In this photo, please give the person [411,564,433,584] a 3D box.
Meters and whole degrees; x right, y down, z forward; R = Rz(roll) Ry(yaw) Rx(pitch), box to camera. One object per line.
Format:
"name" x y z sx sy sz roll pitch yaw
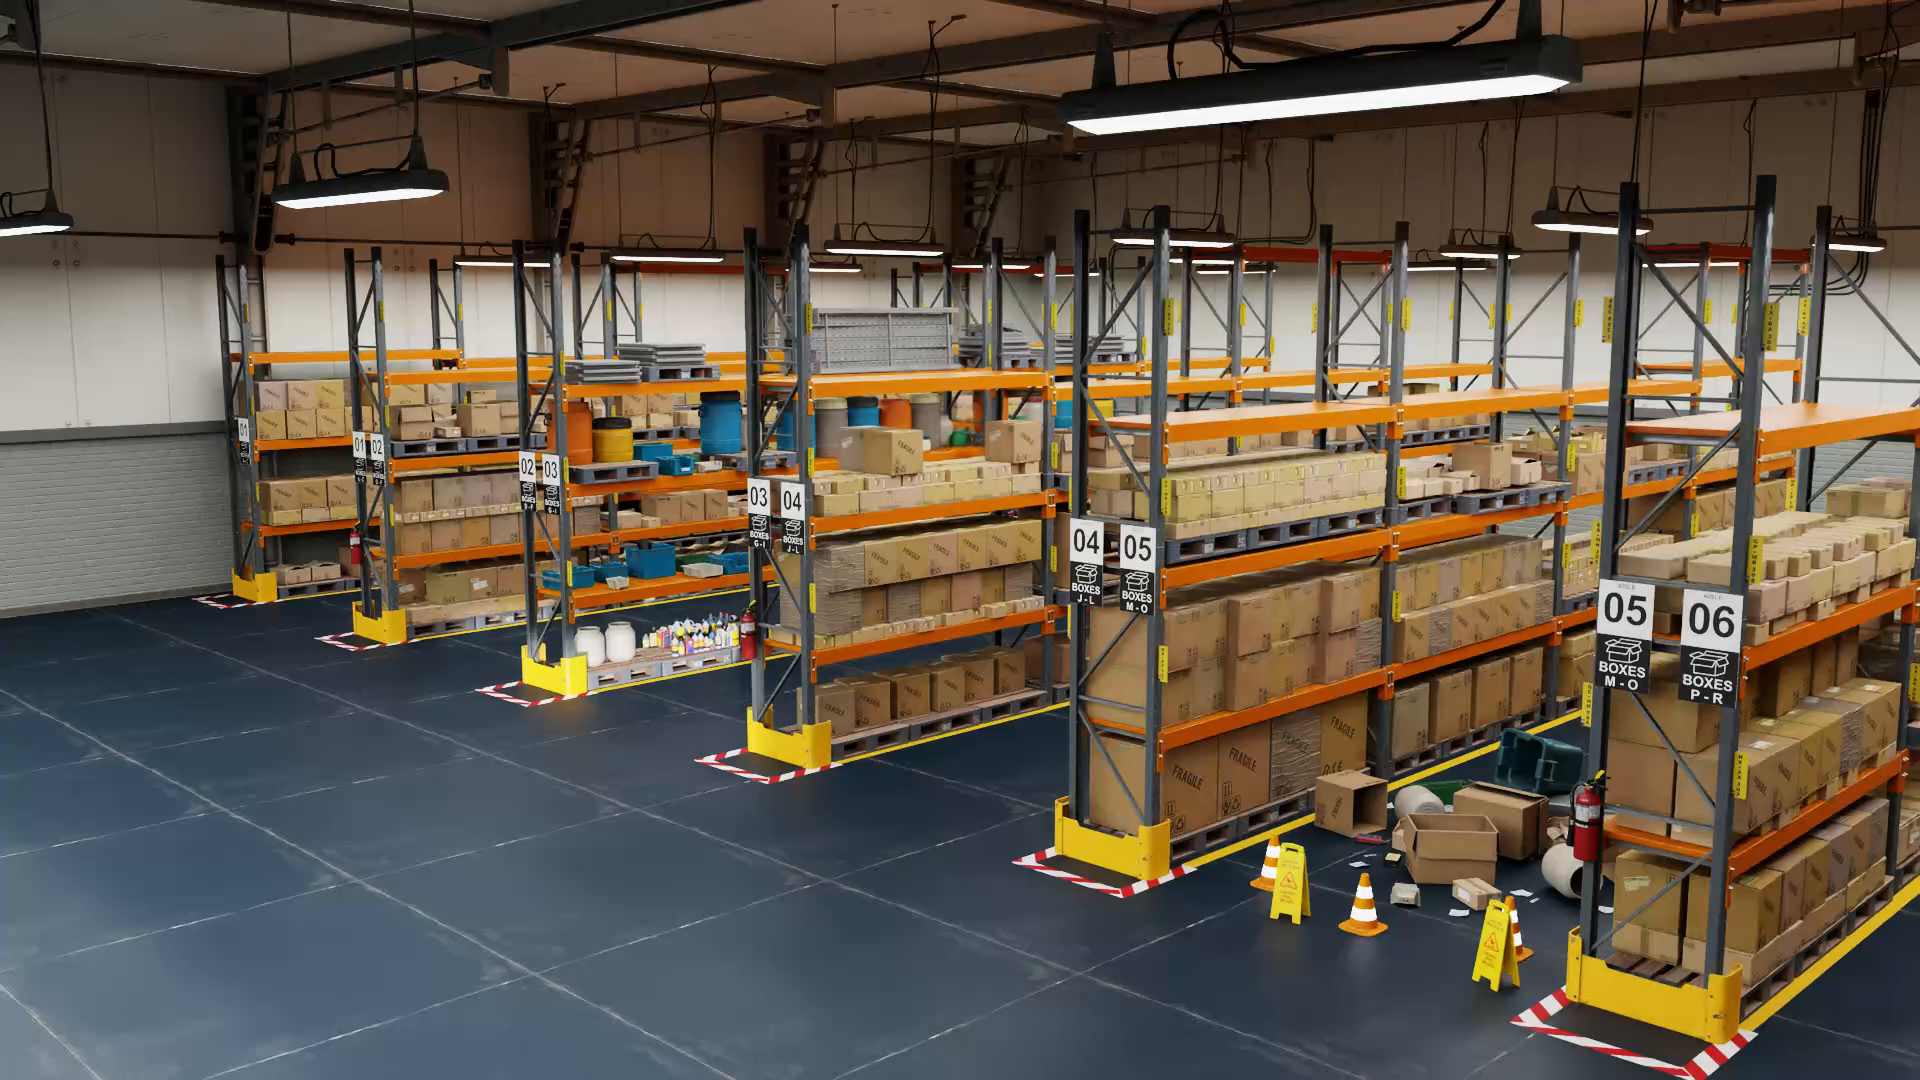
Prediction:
"person" -9.052 0.355 28.037 0.580 1.649 0.948 7 11 40
